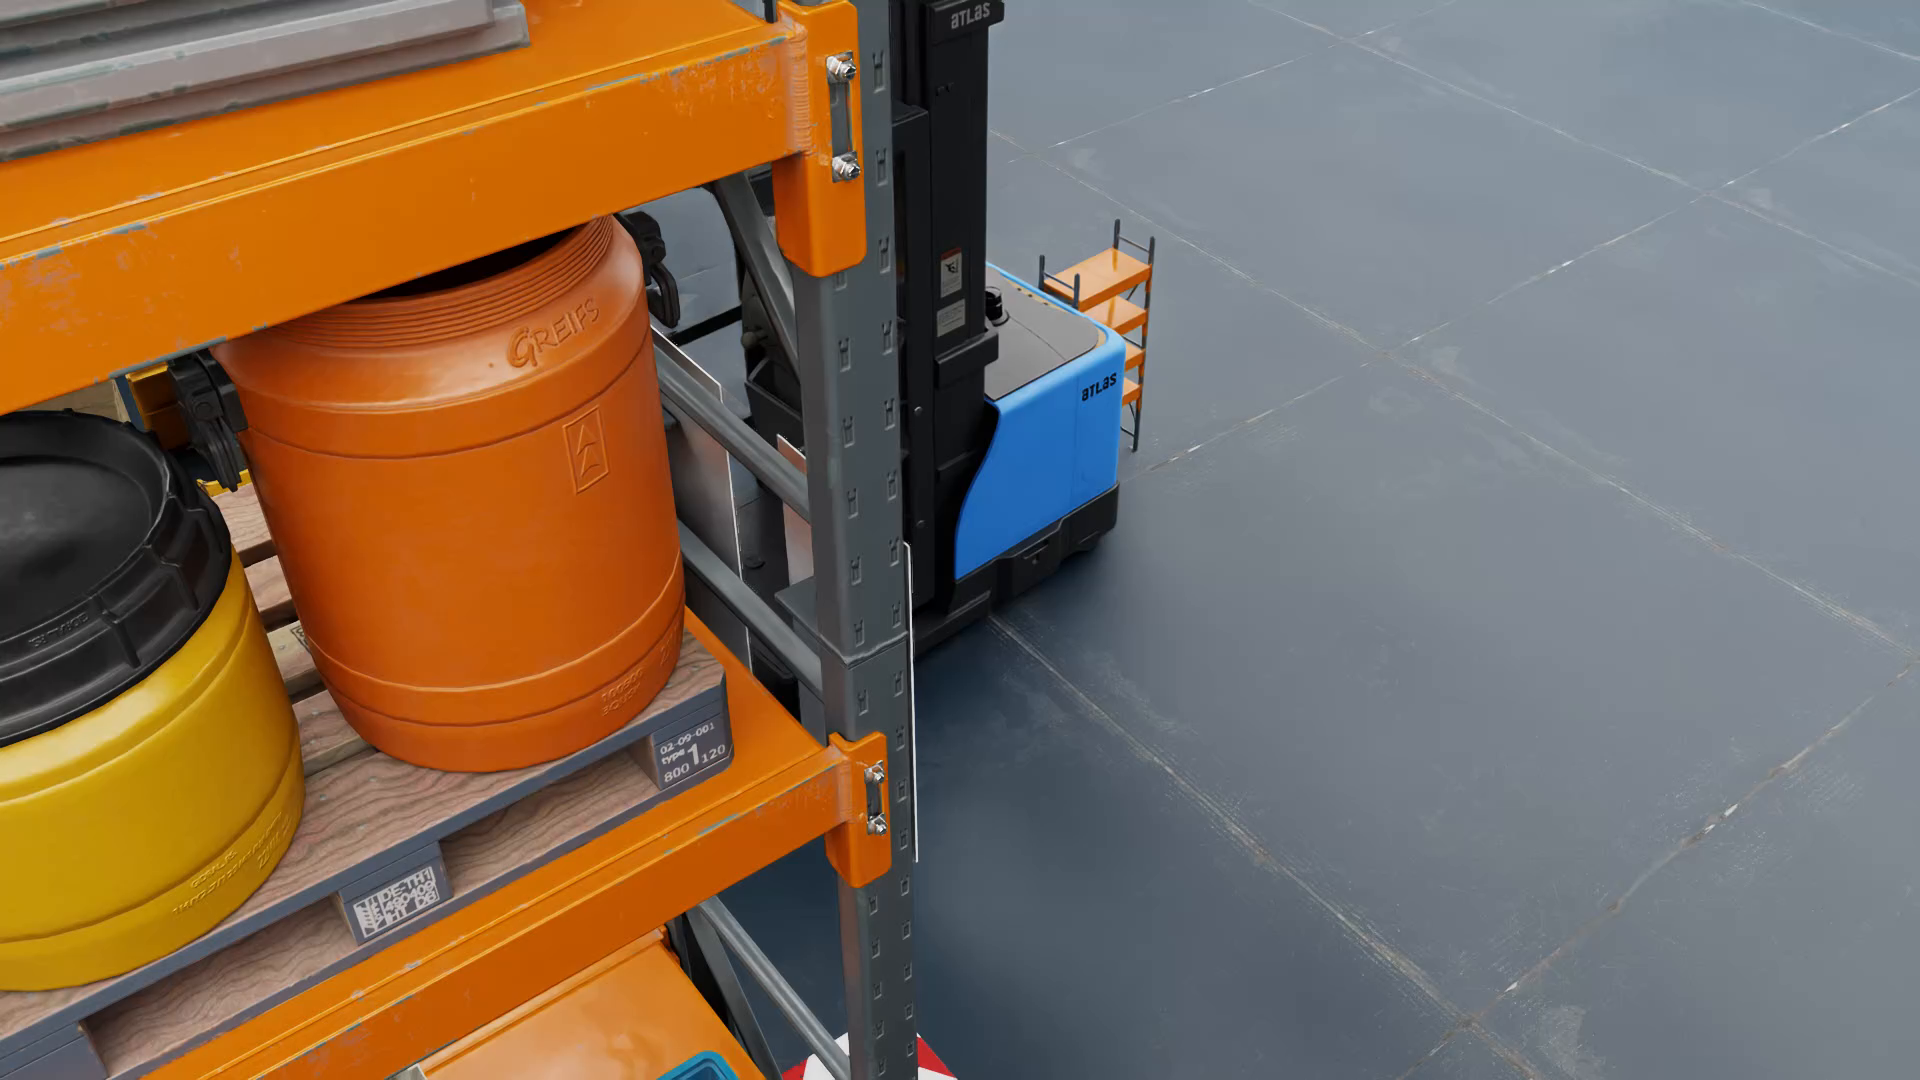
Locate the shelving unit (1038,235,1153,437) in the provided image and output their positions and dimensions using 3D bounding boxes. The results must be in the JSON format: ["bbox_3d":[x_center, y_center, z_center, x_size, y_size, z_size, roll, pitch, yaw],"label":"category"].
[{"bbox_3d":[0.619,-0.855,7.846,0.499,1.200,0.258,-30,48,-31],"label":"shelving unit"}]

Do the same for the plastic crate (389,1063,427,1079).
[{"bbox_3d":[-1.346,1.386,3.903,0.250,0.136,0.298,-26,46,-28],"label":"plastic crate"}]

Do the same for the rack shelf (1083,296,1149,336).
[{"bbox_3d":[0.620,-0.977,7.748,0.480,0.148,0.258,-30,48,-31],"label":"rack shelf"}]

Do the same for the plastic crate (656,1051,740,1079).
[{"bbox_3d":[-0.655,1.501,3.672,0.616,0.251,0.499,-26,46,-28],"label":"plastic crate"}]

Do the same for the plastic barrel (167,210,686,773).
[{"bbox_3d":[-0.749,-0.136,2.517,0.708,0.830,0.600,-26,46,-28],"label":"plastic barrel"}]

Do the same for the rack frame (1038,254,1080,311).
[{"bbox_3d":[0.441,-0.751,7.720,0.015,1.200,0.240,-30,48,-31],"label":"rack frame"}]

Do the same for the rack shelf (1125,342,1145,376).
[{"bbox_3d":[0.620,-0.804,7.890,0.480,0.148,0.258,-30,48,-31],"label":"rack shelf"}]

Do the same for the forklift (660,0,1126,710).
[{"bbox_3d":[-8.518,-3.903,10.197,7.886,2.935,18.991,-30,48,-31],"label":"forklift"}]

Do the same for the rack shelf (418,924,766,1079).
[{"bbox_3d":[-2.027,2.151,3.330,4.000,0.370,1.077,-26,46,-28],"label":"rack shelf"}]

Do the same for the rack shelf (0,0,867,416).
[{"bbox_3d":[-2.027,-0.014,1.554,4.000,0.370,1.077,-26,46,-28],"label":"rack shelf"}]

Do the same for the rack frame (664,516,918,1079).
[{"bbox_3d":[-0.441,1.100,4.044,0.127,3.000,1.000,-26,46,-28],"label":"rack frame"}]

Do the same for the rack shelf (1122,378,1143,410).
[{"bbox_3d":[0.620,-0.650,8.016,0.480,0.148,0.258,-30,48,-31],"label":"rack shelf"}]

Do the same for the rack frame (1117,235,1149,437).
[{"bbox_3d":[0.800,-0.960,7.975,0.006,1.046,0.228,-30,48,-31],"label":"rack frame"}]

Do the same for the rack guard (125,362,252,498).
[{"bbox_3d":[-3.519,-0.395,7.837,0.348,0.500,1.175,-26,46,-28],"label":"rack guard"}]

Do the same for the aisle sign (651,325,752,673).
[{"bbox_3d":[-0.562,-0.080,3.433,0.004,0.787,0.394,-26,46,-28],"label":"aisle sign"}]

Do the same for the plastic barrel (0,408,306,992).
[{"bbox_3d":[-1.267,0.210,2.285,0.600,0.588,0.600,0,39,0],"label":"plastic barrel"}]

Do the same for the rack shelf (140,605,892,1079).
[{"bbox_3d":[-2.027,0.991,2.379,4.000,0.370,1.077,-26,46,-28],"label":"rack shelf"}]

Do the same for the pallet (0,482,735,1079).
[{"bbox_3d":[-1.156,0.284,2.823,1.213,0.211,1.003,-26,46,-28],"label":"pallet"}]

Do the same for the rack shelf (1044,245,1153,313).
[{"bbox_3d":[0.620,-1.159,7.598,0.480,0.148,0.258,-30,48,-31],"label":"rack shelf"}]

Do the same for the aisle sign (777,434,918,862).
[{"bbox_3d":[-0.203,0.216,3.071,0.004,0.787,0.394,-26,46,-28],"label":"aisle sign"}]

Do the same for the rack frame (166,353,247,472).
[{"bbox_3d":[-3.459,-1.391,7.080,0.127,3.000,1.000,-26,46,-28],"label":"rack frame"}]

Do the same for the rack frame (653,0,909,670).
[{"bbox_3d":[-0.441,-1.219,2.141,0.127,3.000,1.000,-26,46,-28],"label":"rack frame"}]
